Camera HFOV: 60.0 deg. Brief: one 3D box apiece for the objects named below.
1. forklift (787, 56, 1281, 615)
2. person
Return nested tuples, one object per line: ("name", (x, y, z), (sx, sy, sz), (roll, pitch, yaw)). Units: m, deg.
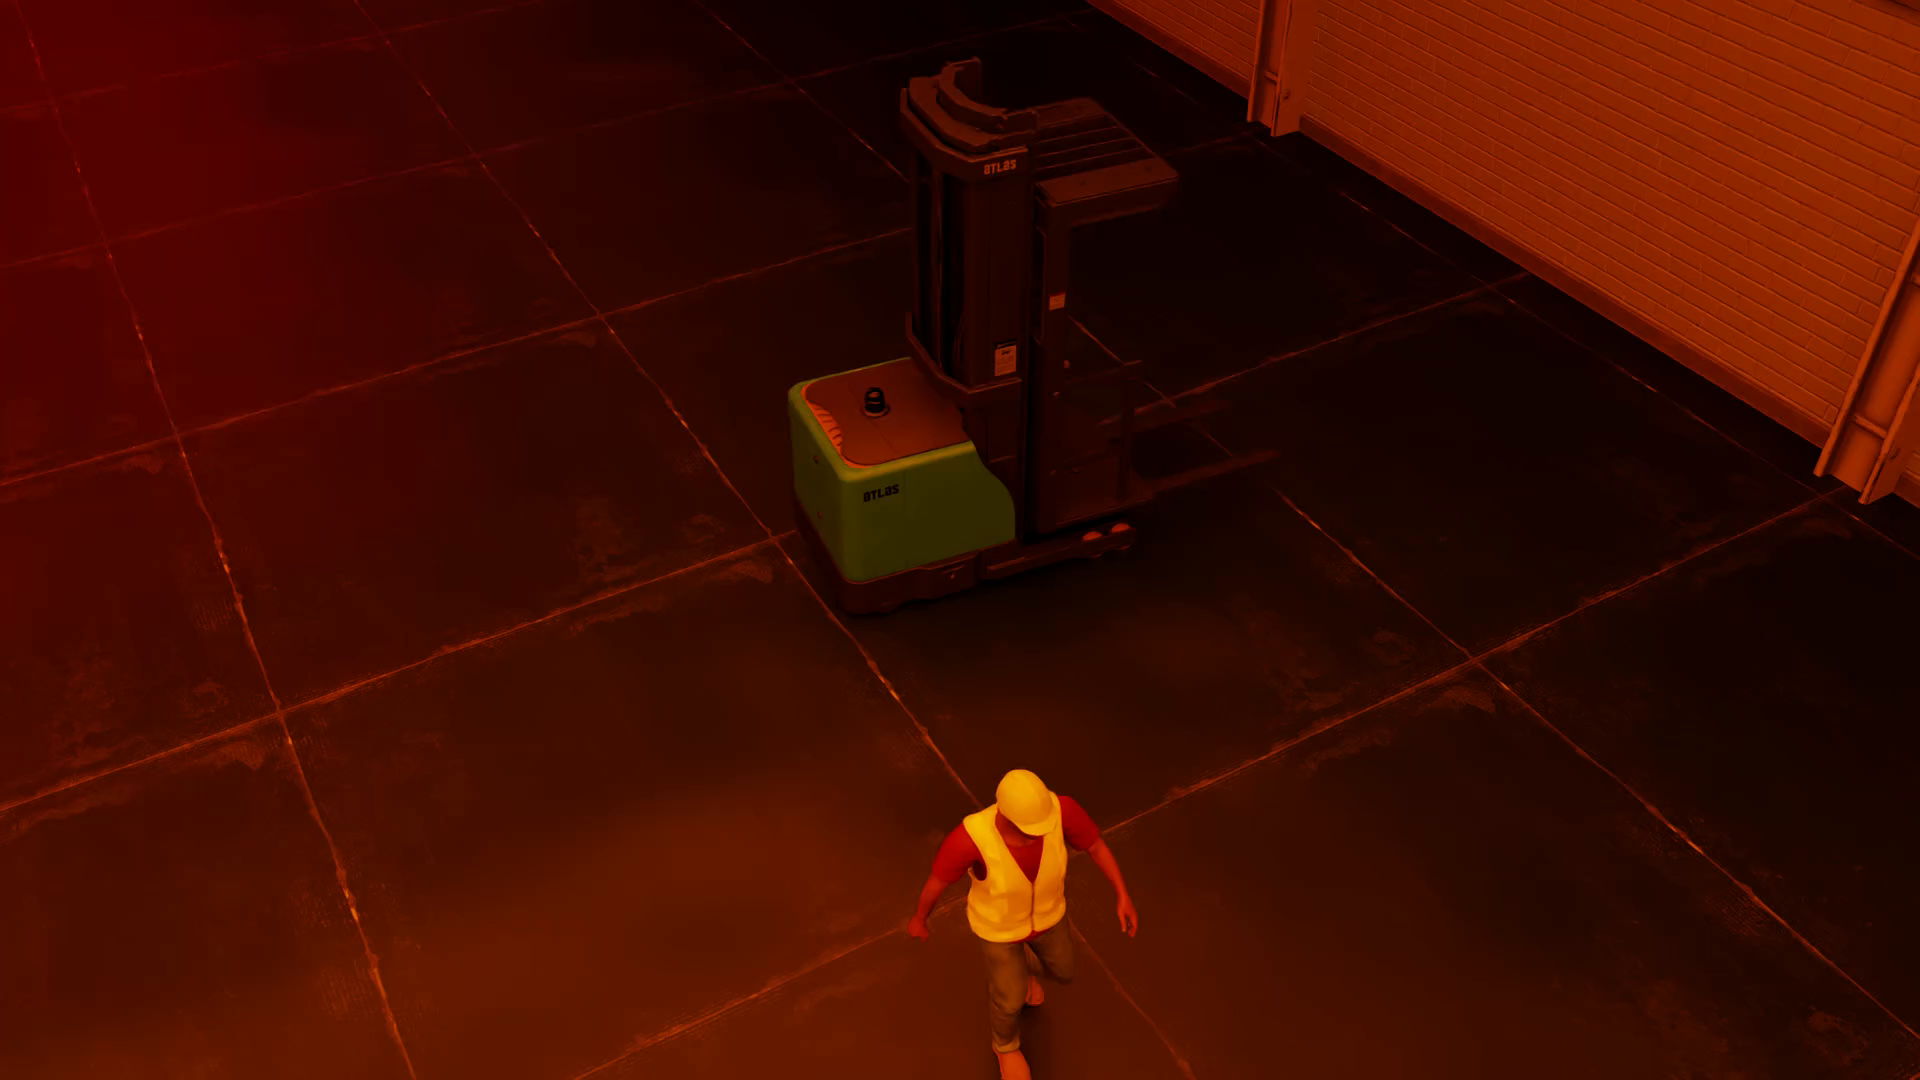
("forklift", (0.536, -1.310, 9.616), (3.031, 2.935, 1.130), (-16, 42, -18))
("person", (0.246, 1.585, 7.052), (0.867, 1.747, 0.638), (-18, 43, -20))
